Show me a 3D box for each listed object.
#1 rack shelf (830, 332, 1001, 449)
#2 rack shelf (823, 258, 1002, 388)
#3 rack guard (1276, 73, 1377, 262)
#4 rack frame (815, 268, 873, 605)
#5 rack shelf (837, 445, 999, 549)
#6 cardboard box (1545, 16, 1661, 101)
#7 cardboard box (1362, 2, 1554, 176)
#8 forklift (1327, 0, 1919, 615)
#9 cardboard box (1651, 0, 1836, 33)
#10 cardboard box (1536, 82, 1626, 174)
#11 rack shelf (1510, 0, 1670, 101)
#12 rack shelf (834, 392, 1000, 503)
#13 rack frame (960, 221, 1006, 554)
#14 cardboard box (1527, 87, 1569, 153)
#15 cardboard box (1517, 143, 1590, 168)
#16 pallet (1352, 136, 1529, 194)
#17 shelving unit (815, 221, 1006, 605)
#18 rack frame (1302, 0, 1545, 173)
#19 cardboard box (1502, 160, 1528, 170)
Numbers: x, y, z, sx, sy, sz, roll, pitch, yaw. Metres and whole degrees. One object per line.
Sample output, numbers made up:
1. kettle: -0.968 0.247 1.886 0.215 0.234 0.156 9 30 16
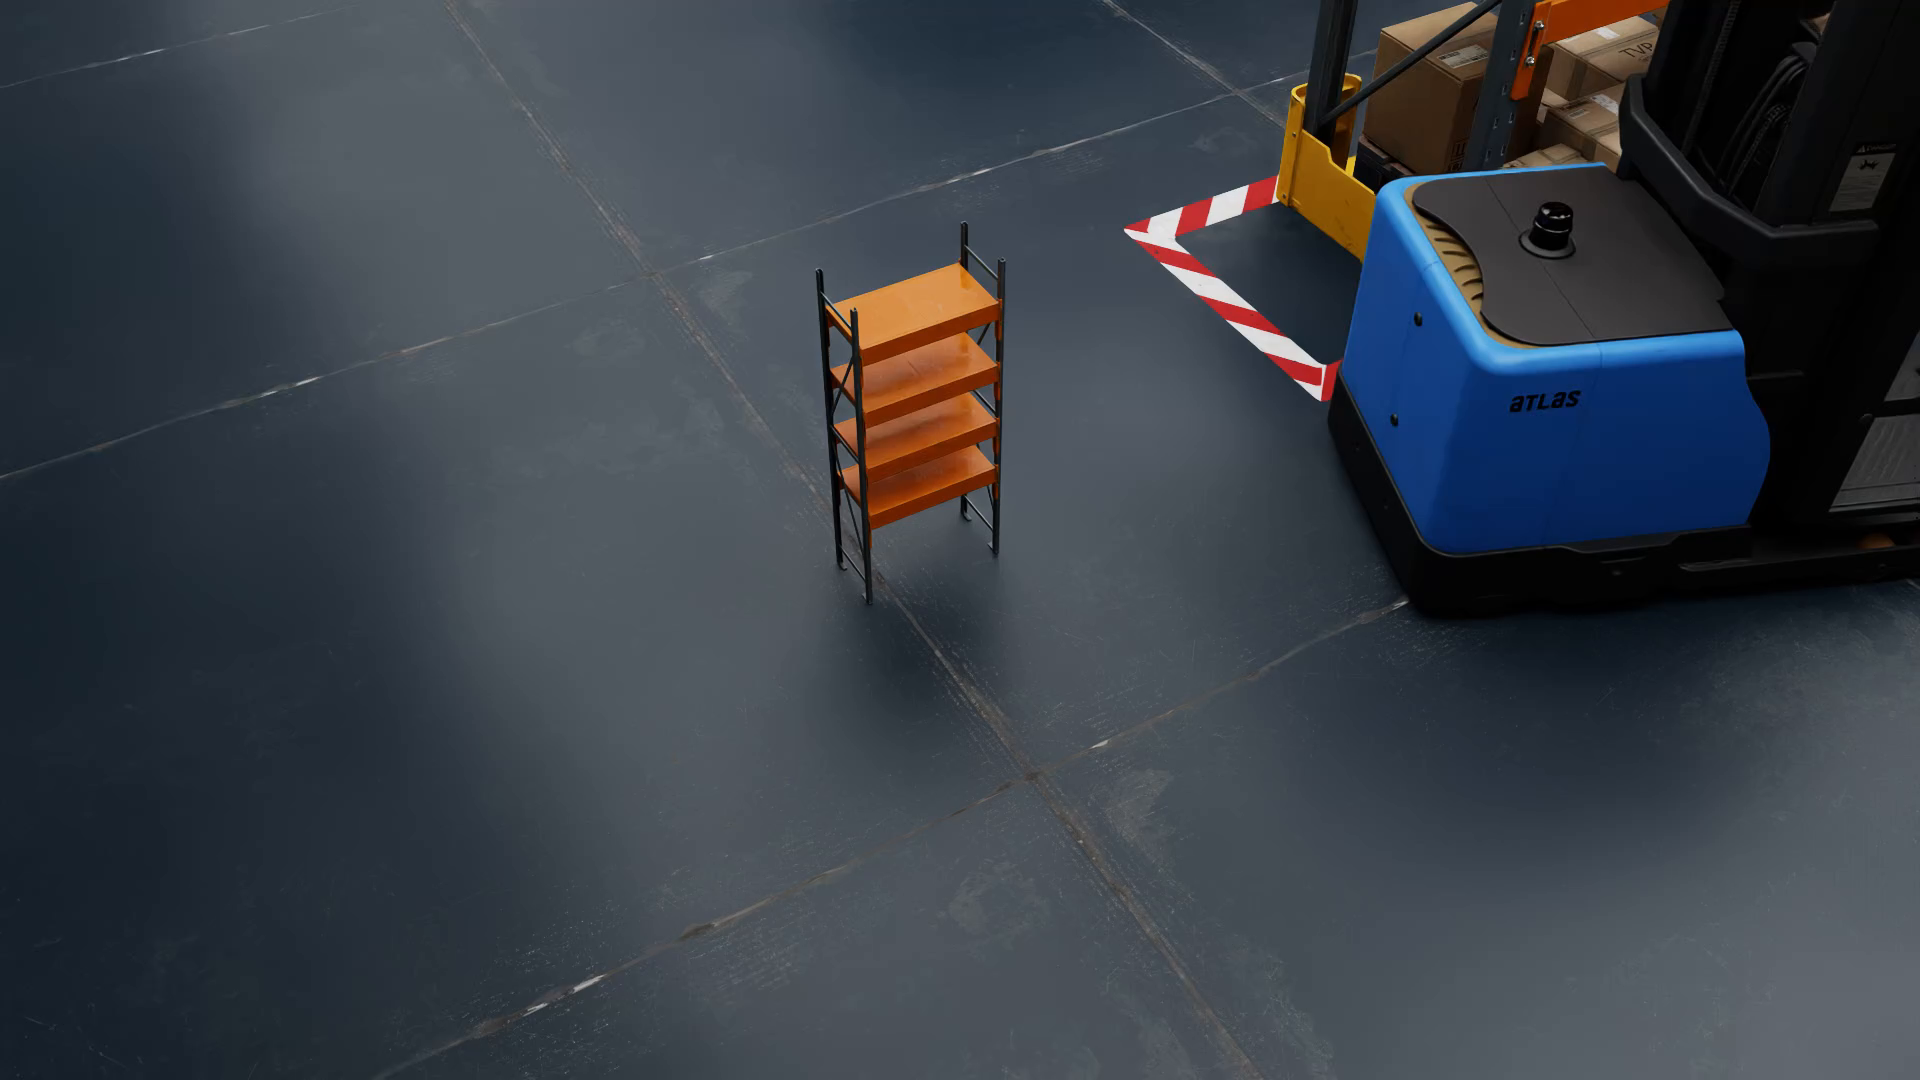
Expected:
1. rack shelf: -0.144 -0.485 5.164 0.480 0.148 0.258 -22 48 -21
2. rack shelf: -0.144 -0.655 4.999 0.480 0.148 0.258 -22 48 -21
3. rack guard: 1.805 -1.413 6.847 0.348 0.500 1.175 -22 48 -21
4. rack frame: -0.355 -0.288 5.186 0.015 1.200 0.240 -22 48 -21
5. rack shelf: -0.144 -0.182 5.458 0.480 0.148 0.258 -22 48 -21
6. cardboard box: 2.926 -2.104 7.423 0.500 0.250 0.500 -22 48 -21
7. cardboard box: 2.087 -1.882 7.015 0.500 0.500 0.500 -22 48 -21
8. forklift: 2.904 -1.276 4.960 3.031 2.935 1.130 -6 44 -6
9. cardboard box: 3.580 -2.279 7.421 0.637 0.503 0.797 -22 48 -21
10. cardboard box: 2.785 -1.646 6.951 0.500 0.250 0.500 -22 48 -21
11. rack shelf: 3.473 -2.720 6.915 4.000 0.370 1.077 -22 48 -21
12. rack shelf: -0.144 -0.325 5.320 0.480 0.148 0.258 -22 48 -21
13. rack frame: 0.068 -0.458 5.360 0.015 1.200 0.240 -22 48 -21
14. cardboard box: 2.483 -1.849 7.220 0.250 0.166 0.380 -22 48 -21
15. cardboard box: 2.490 -1.450 6.808 0.250 0.166 0.380 -22 48 -21
16. pallet: 2.495 -1.587 7.234 1.213 0.211 1.003 -22 48 -21
17. shelving unit: -0.144 -0.373 5.273 0.503 1.200 0.258 -22 48 -21
18. rack frame: 1.739 -2.284 5.950 0.127 3.000 1.000 -22 48 -21
19. cardboard box: 2.273 -1.357 6.725 0.250 0.149 0.380 -22 48 -21
